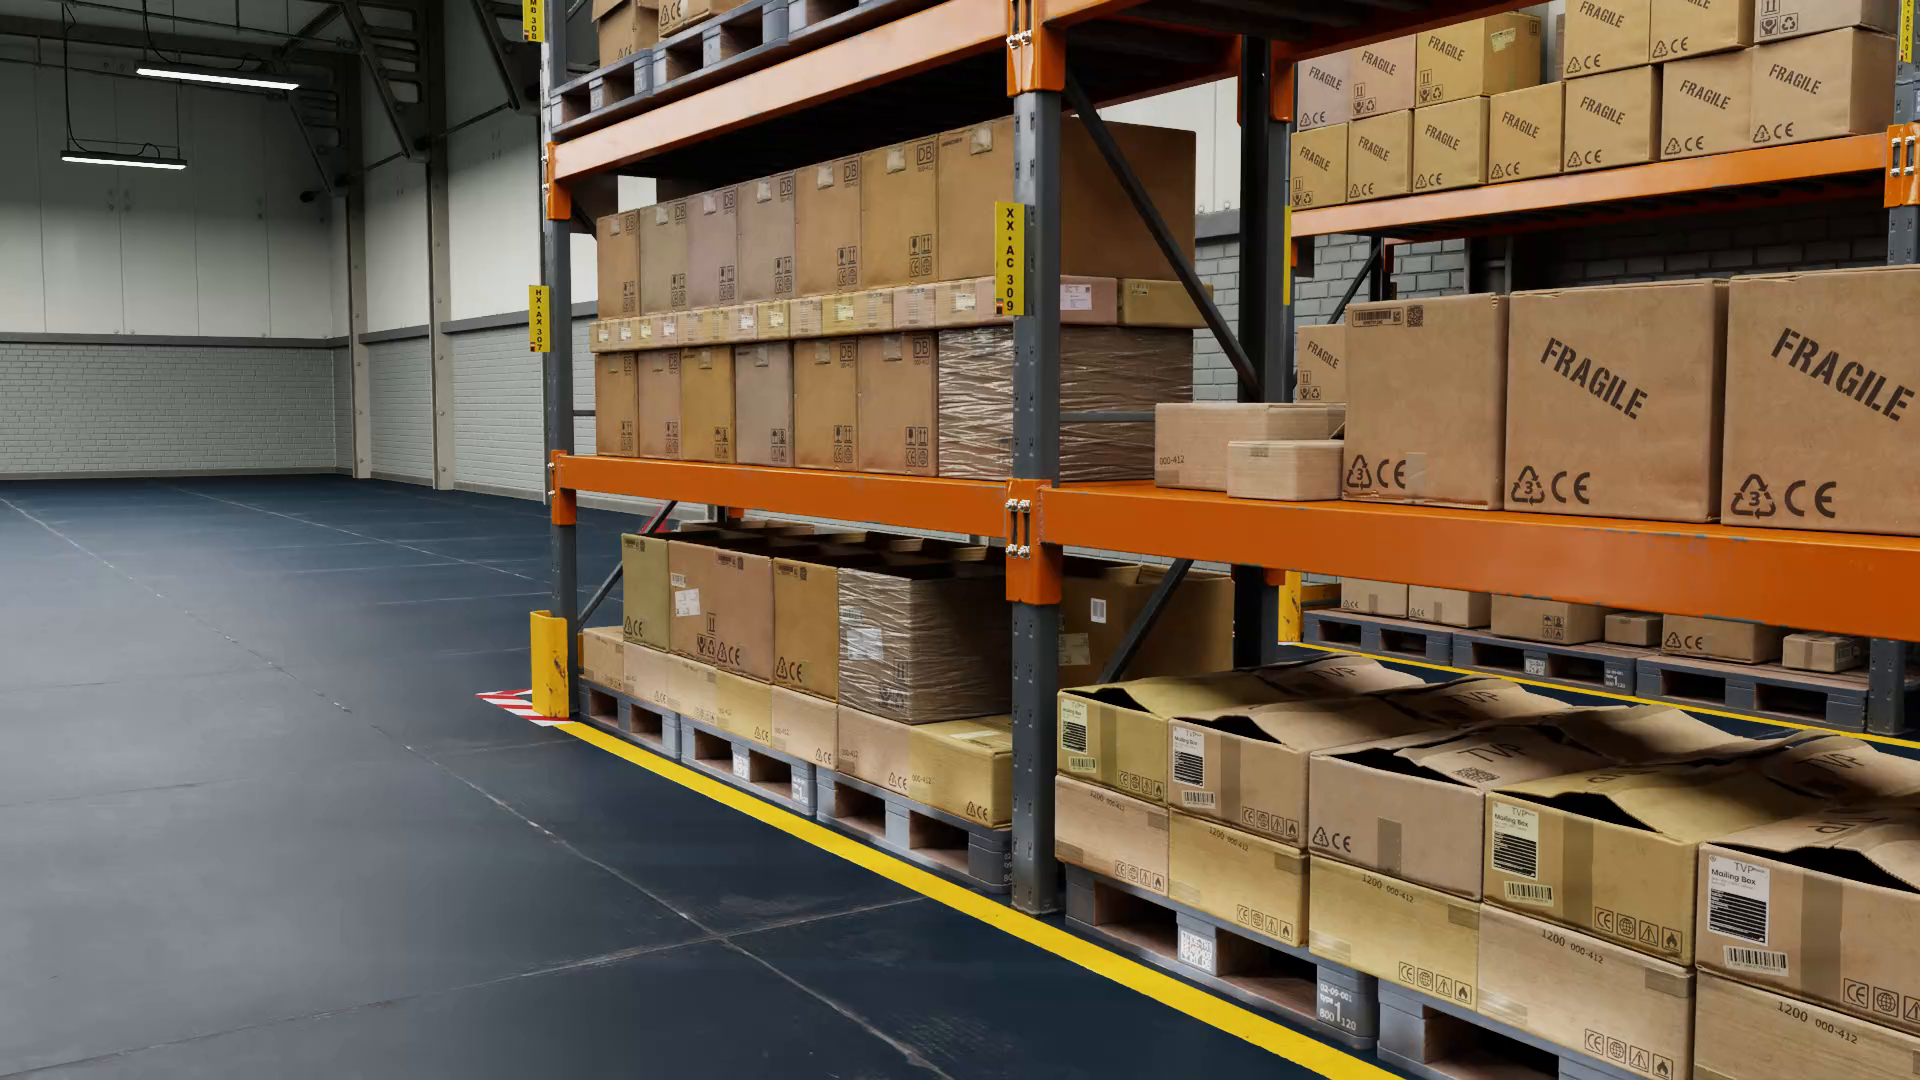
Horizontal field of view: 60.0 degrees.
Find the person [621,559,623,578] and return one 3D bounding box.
[{"bbox_3d":[-1.600,0.350,9.905,0.529,0.854,0.967,4,6,42],"label":"person"}]
